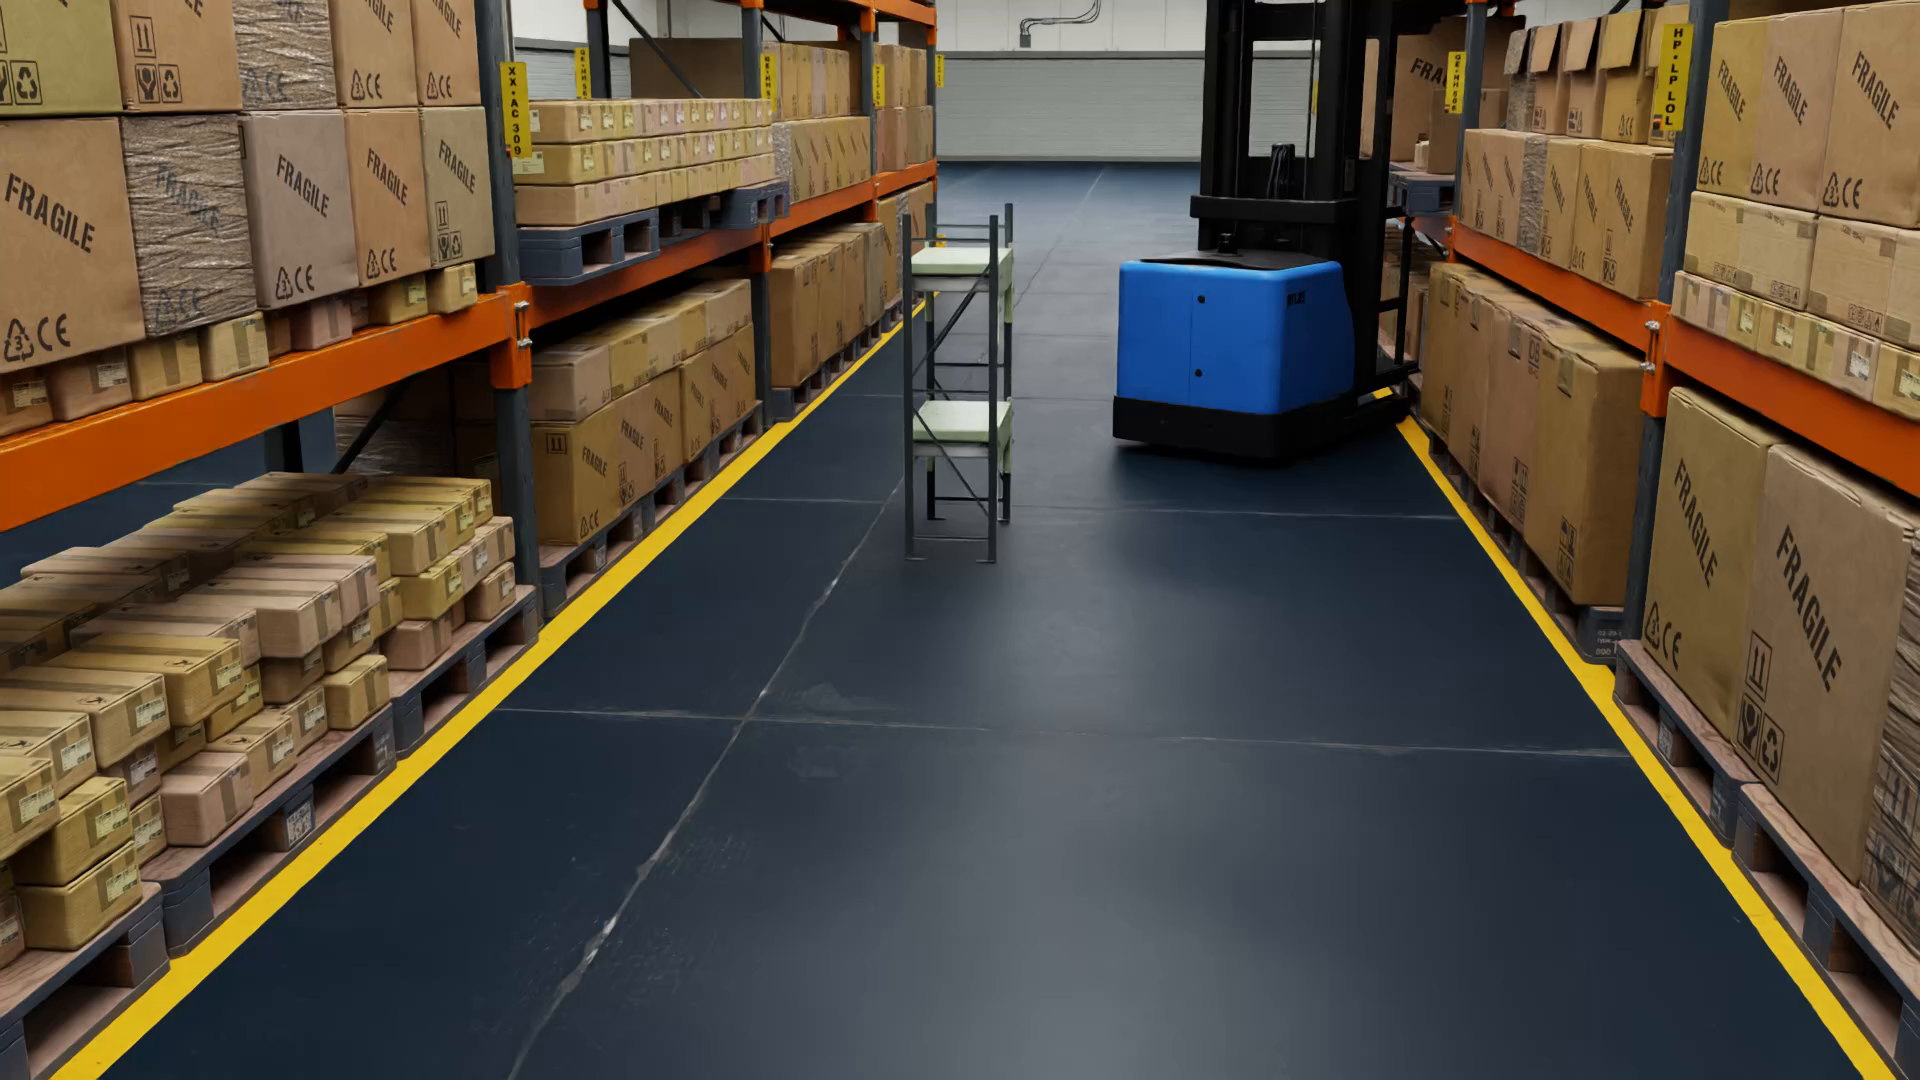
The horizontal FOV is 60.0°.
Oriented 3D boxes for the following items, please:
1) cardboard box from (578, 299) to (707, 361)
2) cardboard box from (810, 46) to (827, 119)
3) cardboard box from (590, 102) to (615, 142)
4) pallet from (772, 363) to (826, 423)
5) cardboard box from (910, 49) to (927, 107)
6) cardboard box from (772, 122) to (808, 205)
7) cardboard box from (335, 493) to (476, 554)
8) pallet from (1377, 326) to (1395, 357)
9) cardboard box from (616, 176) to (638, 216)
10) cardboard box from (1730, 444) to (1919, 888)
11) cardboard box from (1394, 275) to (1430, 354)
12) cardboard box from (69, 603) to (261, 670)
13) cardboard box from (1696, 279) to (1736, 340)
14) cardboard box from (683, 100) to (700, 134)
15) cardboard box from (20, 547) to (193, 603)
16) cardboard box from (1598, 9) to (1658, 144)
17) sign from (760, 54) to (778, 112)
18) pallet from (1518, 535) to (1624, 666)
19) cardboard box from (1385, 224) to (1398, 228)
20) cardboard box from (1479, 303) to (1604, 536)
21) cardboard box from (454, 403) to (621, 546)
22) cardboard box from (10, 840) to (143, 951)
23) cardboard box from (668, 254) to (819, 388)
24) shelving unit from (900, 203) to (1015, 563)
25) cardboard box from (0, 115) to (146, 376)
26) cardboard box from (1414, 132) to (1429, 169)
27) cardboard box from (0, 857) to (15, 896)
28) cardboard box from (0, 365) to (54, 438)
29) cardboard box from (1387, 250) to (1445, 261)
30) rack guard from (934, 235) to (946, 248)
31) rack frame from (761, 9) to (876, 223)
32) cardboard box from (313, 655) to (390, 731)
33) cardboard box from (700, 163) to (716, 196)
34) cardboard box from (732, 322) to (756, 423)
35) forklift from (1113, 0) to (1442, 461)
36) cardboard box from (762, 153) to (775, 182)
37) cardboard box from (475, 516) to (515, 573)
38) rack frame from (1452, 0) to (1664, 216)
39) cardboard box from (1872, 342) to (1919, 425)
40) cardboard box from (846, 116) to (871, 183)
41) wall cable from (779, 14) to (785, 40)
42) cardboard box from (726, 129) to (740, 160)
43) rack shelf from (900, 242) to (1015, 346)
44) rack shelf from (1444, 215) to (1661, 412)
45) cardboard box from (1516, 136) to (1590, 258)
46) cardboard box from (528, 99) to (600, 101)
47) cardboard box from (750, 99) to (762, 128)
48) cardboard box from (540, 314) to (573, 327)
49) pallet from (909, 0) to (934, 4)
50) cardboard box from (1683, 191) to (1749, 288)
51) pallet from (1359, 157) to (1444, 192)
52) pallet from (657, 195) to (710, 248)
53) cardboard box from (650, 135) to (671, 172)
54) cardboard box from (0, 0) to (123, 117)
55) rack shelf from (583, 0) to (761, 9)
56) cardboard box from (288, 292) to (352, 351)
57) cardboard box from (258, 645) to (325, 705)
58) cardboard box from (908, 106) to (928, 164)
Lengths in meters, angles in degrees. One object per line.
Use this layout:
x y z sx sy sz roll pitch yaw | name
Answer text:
-1.590 -1.057 8.371 0.500 0.250 0.500 2 15 8 | cardboard box
-1.367 -3.321 12.092 0.700 0.500 0.500 2 15 7 | cardboard box
-1.579 -1.639 6.513 0.380 0.149 0.250 2 15 8 | cardboard box
-1.490 -1.003 10.966 1.003 0.211 1.213 2 15 6 | pallet
-0.802 -4.575 16.477 0.875 0.550 0.550 2 15 6 | cardboard box
-1.281 -2.435 10.730 0.500 0.500 0.500 2 15 6 | cardboard box
-1.877 -0.055 5.638 0.380 0.149 0.250 2 15 7 | cardboard box
3.628 -1.464 12.670 1.003 0.211 1.213 2 15 6 | pallet
-1.547 -1.416 6.829 0.380 0.149 0.250 2 15 7 | cardboard box
2.556 0.288 4.115 0.875 0.875 0.875 2 15 6 | cardboard box
3.488 -1.590 11.743 0.700 0.500 0.500 0 15 1 | cardboard box
-2.098 0.279 4.402 0.380 0.149 0.250 2 15 6 | cardboard box
2.418 -0.680 4.913 0.380 0.149 0.250 1 15 4 | cardboard box
-1.432 -1.972 7.744 0.380 0.149 0.250 2 15 8 | cardboard box
-2.537 0.129 4.955 0.380 0.149 0.250 2 15 7 | cardboard box
2.964 -1.813 6.506 0.797 0.503 0.637 2 15 7 | cardboard box
-1.114 -2.654 9.663 0.100 0.325 0.005 2 15 6 | sign
2.823 0.207 6.492 1.003 0.211 1.213 2 15 6 | pallet
4.078 -2.884 16.564 0.500 0.500 0.500 5 16 17 | cardboard box
2.964 -0.512 7.076 1.225 0.875 0.875 1 15 4 | cardboard box
-1.759 -0.289 6.968 0.500 0.500 0.500 2 15 8 | cardboard box
-2.073 0.777 3.698 0.380 0.149 0.250 2 15 7 | cardboard box
-1.496 -1.419 10.667 1.050 0.750 0.750 1 15 5 | cardboard box
0.001 -0.726 7.473 0.431 1.500 0.755 2 15 6 | shelving unit
-2.129 -0.638 3.514 0.500 0.500 0.500 2 15 7 | cardboard box
3.182 -2.552 10.808 0.396 0.266 0.258 1 15 5 | cardboard box
-2.216 0.694 3.434 0.380 0.149 0.250 2 15 7 | cardboard box
-2.176 -0.301 3.510 0.380 0.149 0.250 2 15 6 | cardboard box
3.799 -2.110 13.704 0.500 0.500 0.500 1 15 5 | cardboard box
-0.749 -3.021 17.876 1.175 0.500 0.348 2 15 6 | rack guard
-1.203 -3.184 13.690 1.000 3.000 0.127 2 15 6 | rack frame
-1.928 0.445 4.928 0.380 0.149 0.250 2 15 6 | cardboard box
-1.403 -1.754 8.079 0.380 0.149 0.250 2 15 8 | cardboard box
-1.469 -0.964 9.465 0.500 0.500 0.500 2 15 6 | cardboard box
2.164 -2.176 10.093 1.130 2.935 3.031 11 19 35 | forklift
-1.253 -2.086 9.308 0.380 0.149 0.250 2 15 7 | cardboard box
-1.825 0.012 5.959 0.380 0.149 0.250 2 15 7 | cardboard box
3.263 -1.974 9.217 1.000 3.000 0.127 2 15 6 | rack frame
2.273 -0.344 3.670 0.380 0.149 0.250 1 15 5 | cardboard box
-0.996 -3.089 13.148 0.500 0.500 0.500 2 15 6 | cardboard box
-6.556 -14.235 49.016 3.097 2.526 0.112 2 15 6 | wall cable
-1.342 -2.028 8.521 0.380 0.149 0.250 2 15 6 | cardboard box
0.001 -1.102 7.371 0.431 0.370 0.720 2 15 6 | rack shelf
3.037 -1.108 7.392 1.077 0.370 4.000 2 15 6 | rack shelf
2.769 -1.508 7.301 0.500 0.500 0.500 2 15 6 | cardboard box
-2.018 -2.129 8.325 0.380 0.149 0.250 2 15 9 | cardboard box
-1.285 -2.309 8.993 0.380 0.149 0.250 2 15 6 | cardboard box
-2.156 -0.938 7.933 0.500 0.250 0.500 1 15 4 | cardboard box
-0.825 -5.434 16.434 1.003 0.211 1.213 2 15 6 | pallet
2.498 -0.894 4.938 0.500 0.250 0.500 1 15 5 | cardboard box
3.483 -2.725 12.361 1.003 0.211 1.213 2 15 6 | pallet
-1.837 -1.539 7.976 1.003 0.211 1.213 2 15 6 | pallet
-1.491 -1.694 7.289 0.380 0.149 0.250 2 15 9 | cardboard box
-2.111 -1.120 3.381 0.500 0.500 0.500 1 15 5 | cardboard box
-1.880 -2.729 7.638 1.077 0.370 4.000 2 15 6 | rack shelf
-1.970 -0.632 4.733 0.380 0.149 0.250 1 15 4 | cardboard box
-2.042 0.350 4.708 0.380 0.149 0.250 1 15 4 | cardboard box
-0.789 -4.053 16.617 0.875 0.550 0.550 2 15 6 | cardboard box
